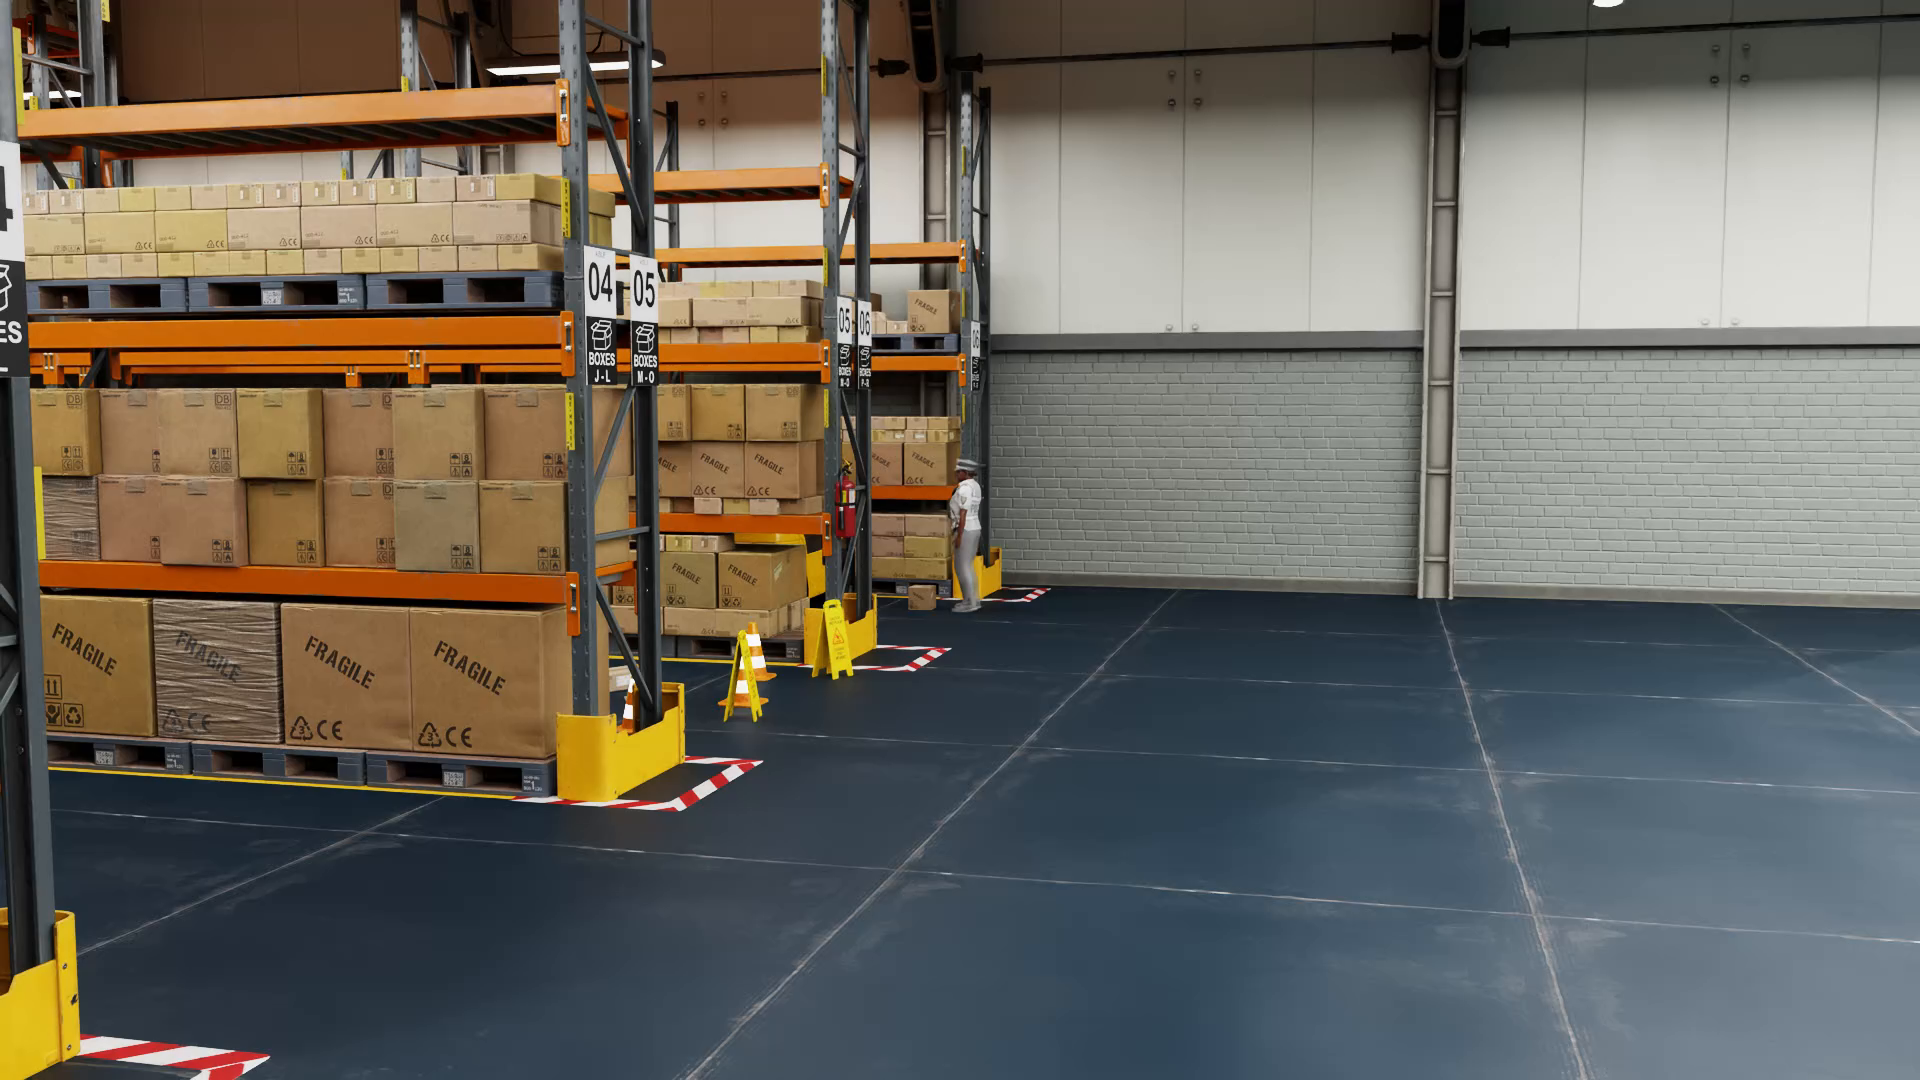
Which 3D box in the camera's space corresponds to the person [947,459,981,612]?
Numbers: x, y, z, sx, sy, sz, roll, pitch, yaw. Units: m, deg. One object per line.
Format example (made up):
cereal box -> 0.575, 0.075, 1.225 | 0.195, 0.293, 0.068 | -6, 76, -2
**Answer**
person -> 0.052, -0.049, 18.181 | 0.341, 1.681, 0.437 | 1, 5, 15
